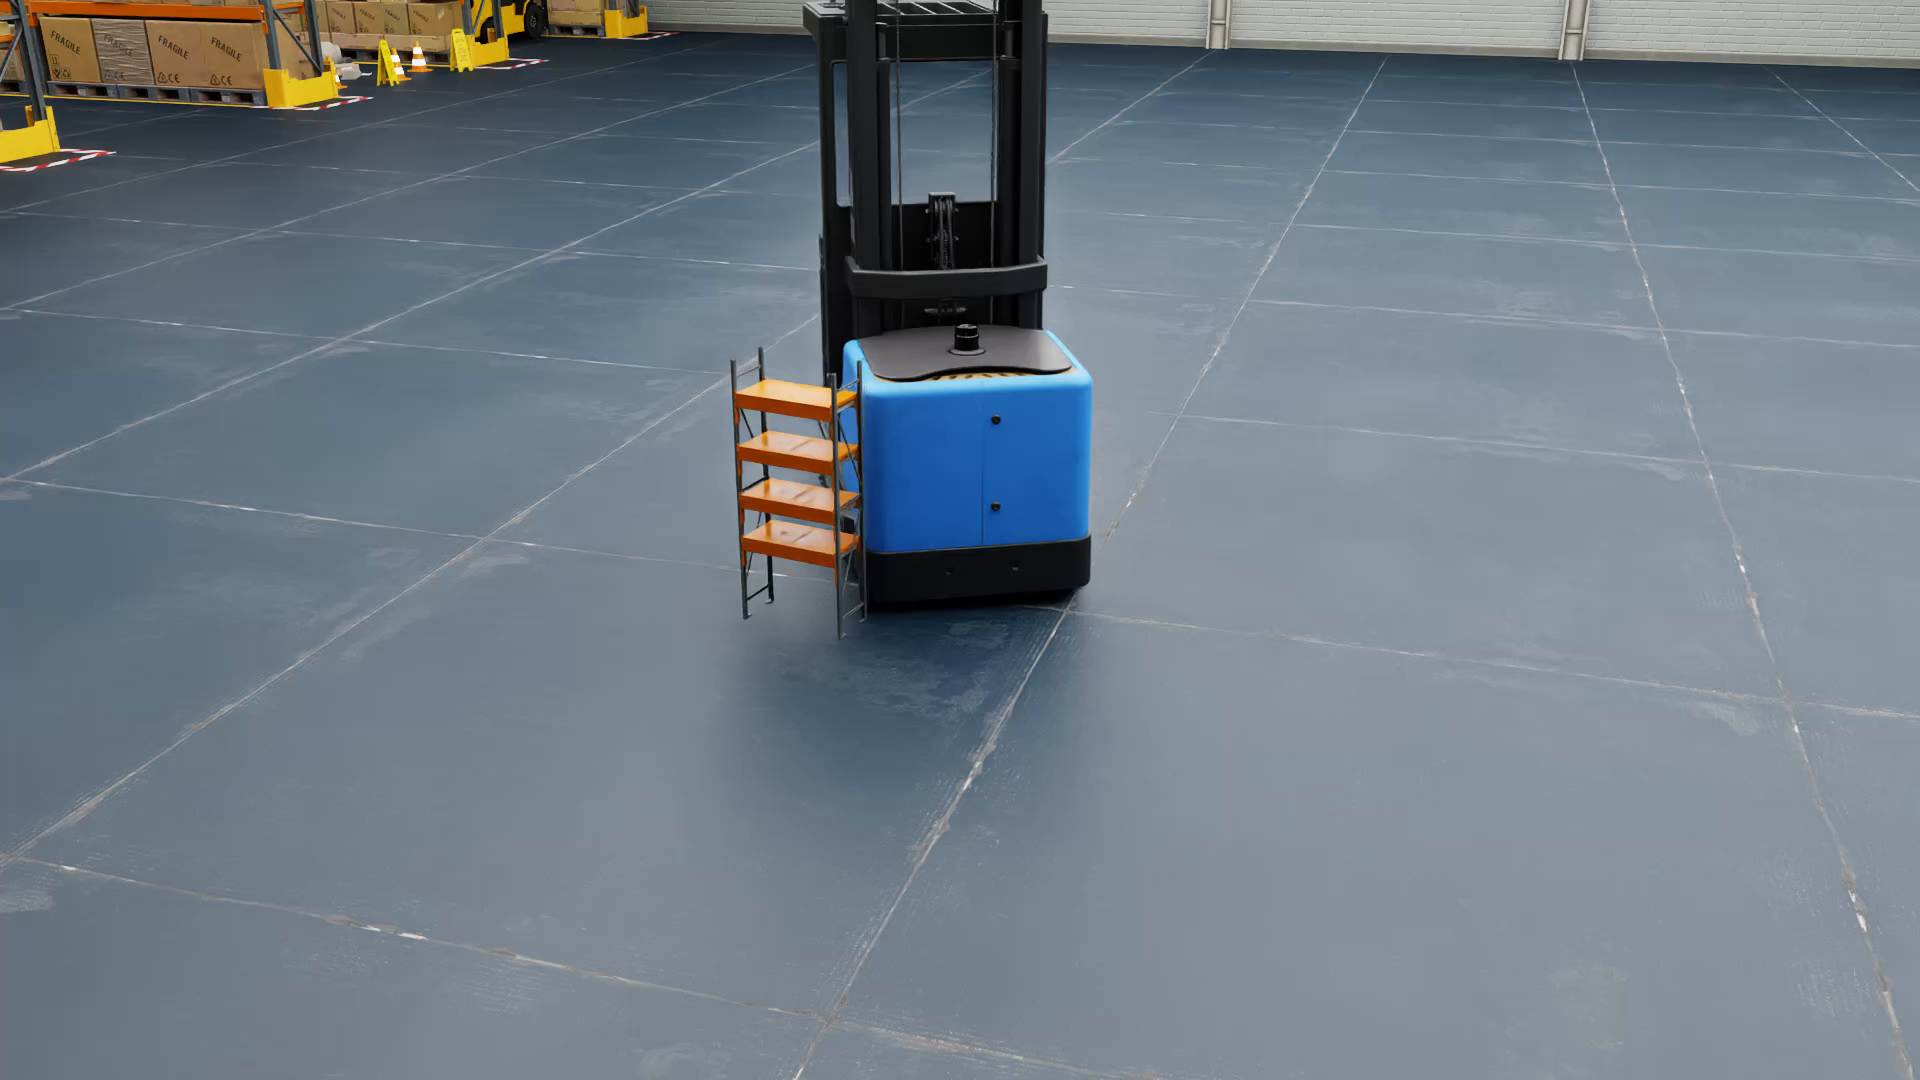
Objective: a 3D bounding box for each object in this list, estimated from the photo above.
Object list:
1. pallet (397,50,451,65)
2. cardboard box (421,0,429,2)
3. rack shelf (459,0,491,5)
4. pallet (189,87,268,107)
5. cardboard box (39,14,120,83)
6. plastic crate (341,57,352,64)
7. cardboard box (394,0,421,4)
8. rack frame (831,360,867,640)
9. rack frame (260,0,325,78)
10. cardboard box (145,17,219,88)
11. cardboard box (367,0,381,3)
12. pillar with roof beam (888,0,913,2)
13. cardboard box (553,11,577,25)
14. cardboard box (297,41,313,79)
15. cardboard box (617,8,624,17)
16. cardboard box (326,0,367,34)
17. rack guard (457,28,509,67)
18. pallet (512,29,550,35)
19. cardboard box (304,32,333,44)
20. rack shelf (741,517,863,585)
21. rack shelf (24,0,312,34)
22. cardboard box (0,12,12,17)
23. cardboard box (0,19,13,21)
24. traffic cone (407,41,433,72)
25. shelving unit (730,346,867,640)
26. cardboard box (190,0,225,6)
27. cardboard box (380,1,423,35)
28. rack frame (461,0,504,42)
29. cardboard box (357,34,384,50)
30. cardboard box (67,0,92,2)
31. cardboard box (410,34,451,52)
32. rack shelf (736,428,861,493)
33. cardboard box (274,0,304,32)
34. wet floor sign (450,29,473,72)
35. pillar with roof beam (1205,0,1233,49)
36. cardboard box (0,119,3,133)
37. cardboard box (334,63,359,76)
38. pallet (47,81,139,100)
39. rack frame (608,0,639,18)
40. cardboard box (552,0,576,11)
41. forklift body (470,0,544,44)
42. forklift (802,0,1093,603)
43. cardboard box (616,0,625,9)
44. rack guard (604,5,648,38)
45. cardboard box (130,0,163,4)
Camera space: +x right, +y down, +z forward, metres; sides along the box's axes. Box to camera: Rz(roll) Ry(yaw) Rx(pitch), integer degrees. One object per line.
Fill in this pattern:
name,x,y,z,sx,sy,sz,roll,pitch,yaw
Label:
pallet,-8.719,-8.158,27.942,1.213,0.211,1.003,7,23,16
cardboard box,-9.096,-8.854,28.047,0.500,0.500,0.500,6,23,14
rack shelf,-9.793,-9.224,27.815,4.000,0.370,1.077,7,23,16
pallet,-10.000,-6.297,23.407,1.213,0.211,1.003,7,23,15
cardboard box,-12.459,-7.083,23.895,0.875,0.875,0.875,7,23,16
plastic crate,-10.442,-7.955,27.622,0.583,0.080,0.402,-1,22,-3
cardboard box,-9.092,-8.916,27.343,0.250,0.149,0.380,7,23,17
rack frame,-0.474,-0.162,7.145,0.015,1.200,0.240,10,24,24
rack frame,-9.212,-7.528,22.733,0.127,3.000,1.000,7,23,16
cardboard box,-10.723,-6.885,23.413,0.875,0.875,0.875,6,23,15
cardboard box,-9.583,-8.974,27.485,0.250,0.149,0.380,8,23,18
pillar with roof beam,-2.354,-12.099,25.971,0.400,9.000,9.100,7,23,16
cardboard box,-7.463,-10.058,31.971,0.500,0.250,0.500,7,23,15
cardboard box,-10.292,-7.455,25.845,0.637,0.503,0.797,-9,24,-21
cardboard box,-6.862,-10.188,32.289,0.500,0.250,0.500,7,23,16
cardboard box,-10.210,-8.771,27.844,0.500,0.500,0.500,8,24,18
rack guard,-7.951,-8.189,27.639,0.348,0.500,1.175,7,23,16
pallet,-8.357,-10.054,32.566,1.213,0.211,1.003,7,23,15
cardboard box,-10.707,-8.481,28.126,0.500,0.250,0.500,8,24,19
rack shelf,-0.695,0.044,7.342,0.480,0.148,0.258,10,24,24
rack shelf,-11.127,-7.414,23.404,4.000,0.370,1.077,7,23,16
cardboard box,-17.028,-9.631,30.106,0.875,0.875,0.875,7,23,16
cardboard box,-14.584,-7.262,24.497,0.750,0.750,1.050,7,23,15
traffic cone,-8.663,-7.742,26.598,0.334,0.463,0.336,7,23,16
shelving unit,-0.694,-0.202,7.243,0.503,1.200,0.258,10,24,24
cardboard box,-10.113,-7.674,22.891,0.550,0.550,0.875,7,23,16
cardboard box,-9.222,-8.656,27.564,0.500,0.500,0.500,7,23,17
rack frame,-7.879,-9.338,27.144,0.127,3.000,1.000,7,23,16
cardboard box,-9.727,-8.366,27.845,0.500,0.250,0.500,6,23,14
cardboard box,-12.152,-7.948,23.559,0.550,0.550,0.875,7,23,16
cardboard box,-8.753,-8.253,27.571,0.500,0.250,0.500,6,23,15
rack shelf,-0.693,-0.348,7.184,0.480,0.148,0.258,10,24,24
cardboard box,-11.221,-8.882,28.116,0.500,0.500,0.500,8,24,18
wet floor sign,-8.006,-7.839,26.593,0.232,0.644,0.267,16,27,34
pillar with roof beam,3.390,-11.441,24.368,0.400,9.000,9.100,7,23,16
cardboard box,-11.334,-4.849,18.943,0.500,0.500,0.500,11,25,25
cardboard box,-9.716,-7.428,26.246,0.380,0.149,0.250,-20,29,-39
pallet,-12.336,-6.565,24.059,1.213,0.211,1.003,7,23,15
rack frame,-6.449,-11.141,31.542,0.127,3.000,1.000,7,23,16
cardboard box,-7.482,-10.294,31.886,0.500,0.250,0.500,6,23,15
forklift body,-8.791,-10.294,30.594,1.214,2.155,2.313,7,23,16
forklift,-0.174,-1.602,8.376,1.130,2.935,3.031,-4,23,-10
cardboard box,-6.839,-10.422,32.199,0.500,0.250,0.500,7,23,16
rack guard,-6.426,-9.982,32.010,0.348,0.500,1.175,7,23,16
cardboard box,-11.132,-7.824,23.257,0.500,0.550,0.875,7,23,16
